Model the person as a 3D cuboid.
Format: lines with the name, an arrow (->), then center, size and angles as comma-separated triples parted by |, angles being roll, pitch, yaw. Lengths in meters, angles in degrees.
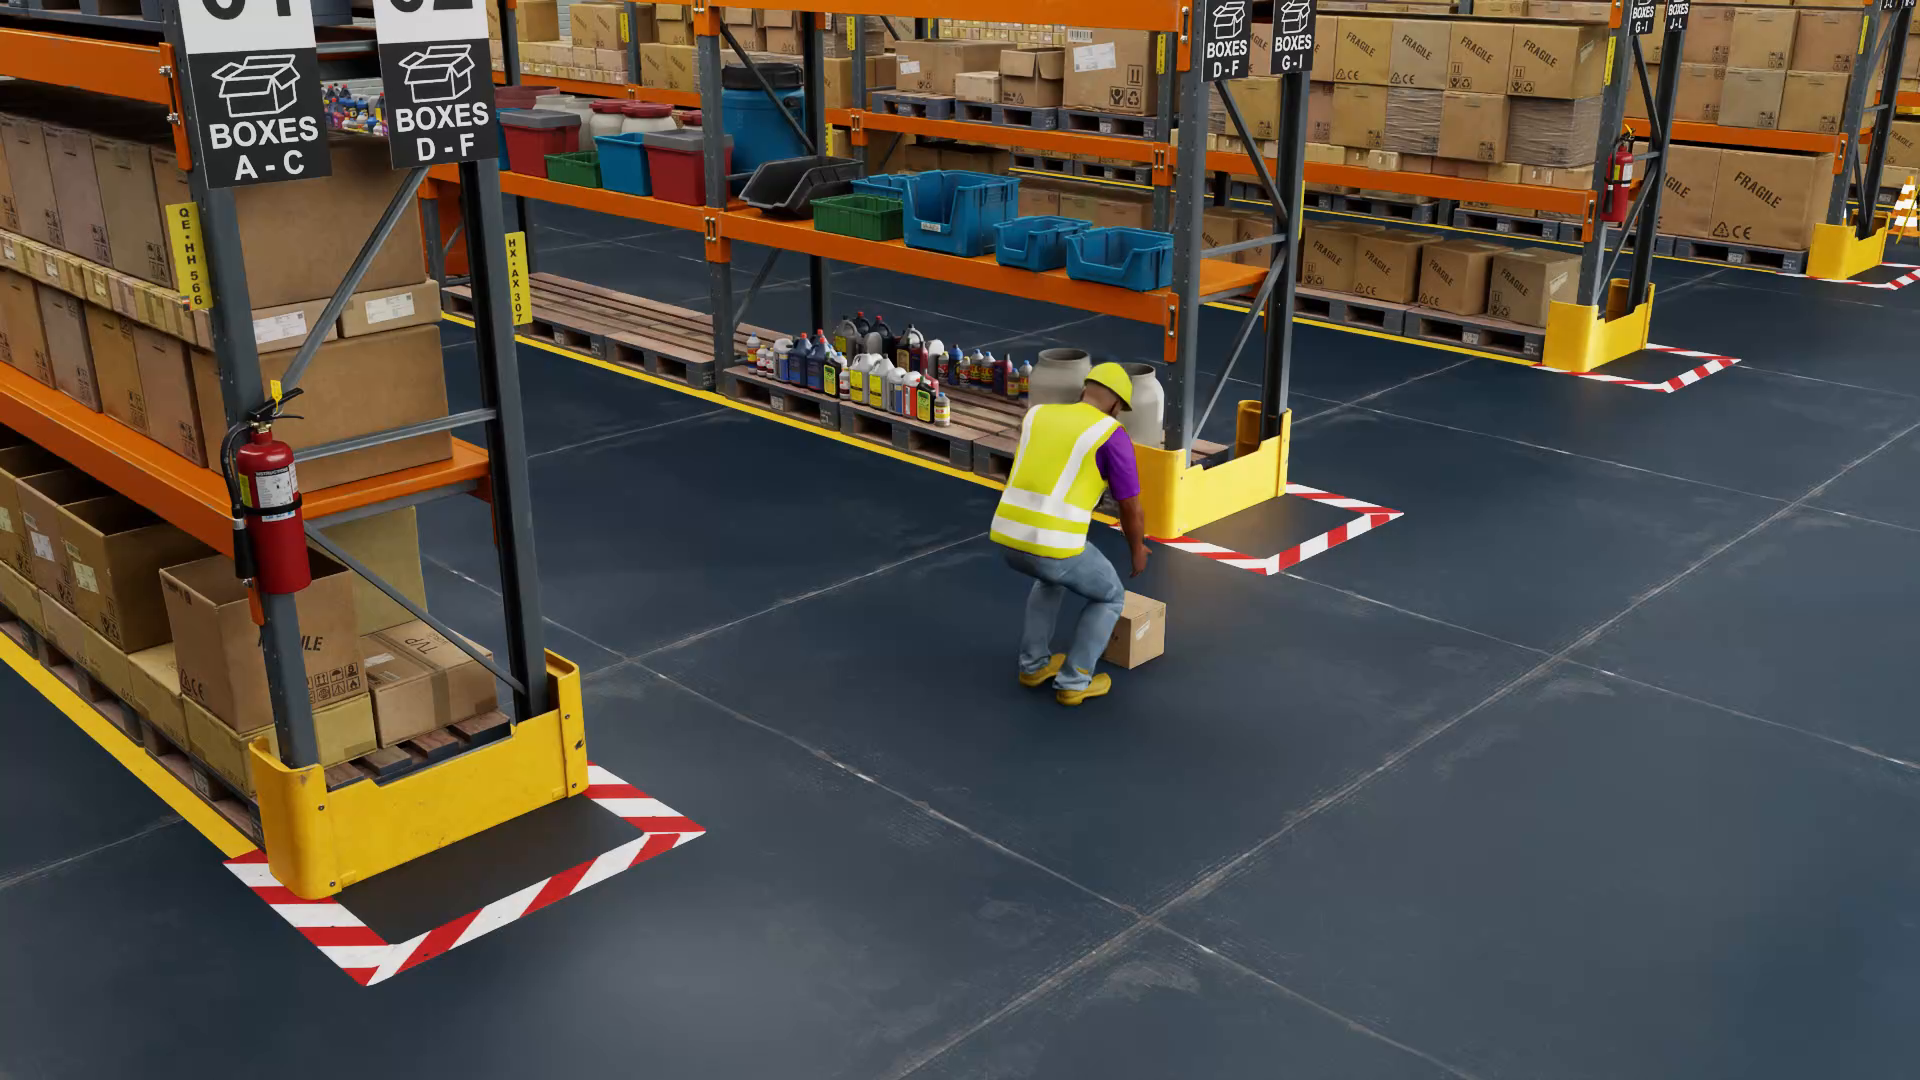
person -> 0.455, -0.034, 7.162 | 0.631, 1.399, 0.763 | 19, 28, 41
